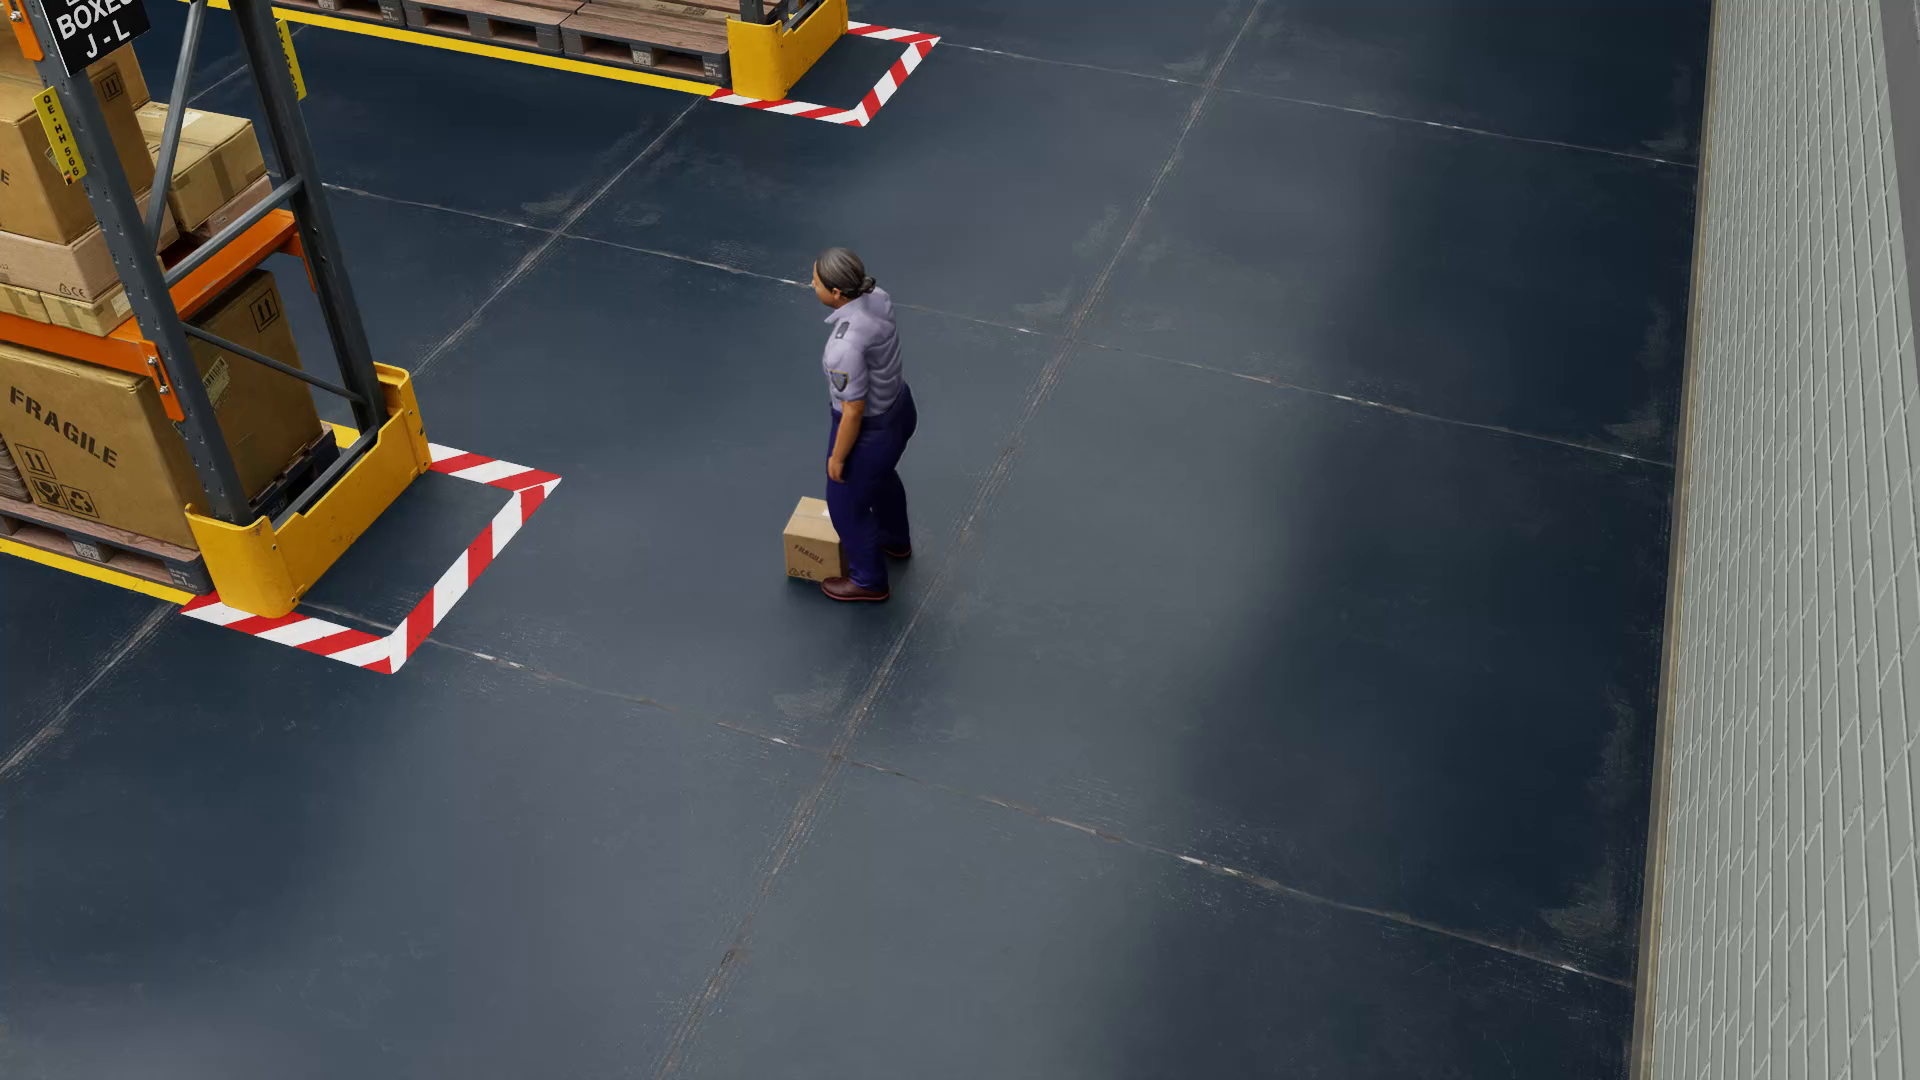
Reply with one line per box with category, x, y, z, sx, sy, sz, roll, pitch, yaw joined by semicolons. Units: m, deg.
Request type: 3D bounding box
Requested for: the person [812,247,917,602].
person;-0.379;-0.457;6.688;0.367;1.638;0.564;12;43;13
